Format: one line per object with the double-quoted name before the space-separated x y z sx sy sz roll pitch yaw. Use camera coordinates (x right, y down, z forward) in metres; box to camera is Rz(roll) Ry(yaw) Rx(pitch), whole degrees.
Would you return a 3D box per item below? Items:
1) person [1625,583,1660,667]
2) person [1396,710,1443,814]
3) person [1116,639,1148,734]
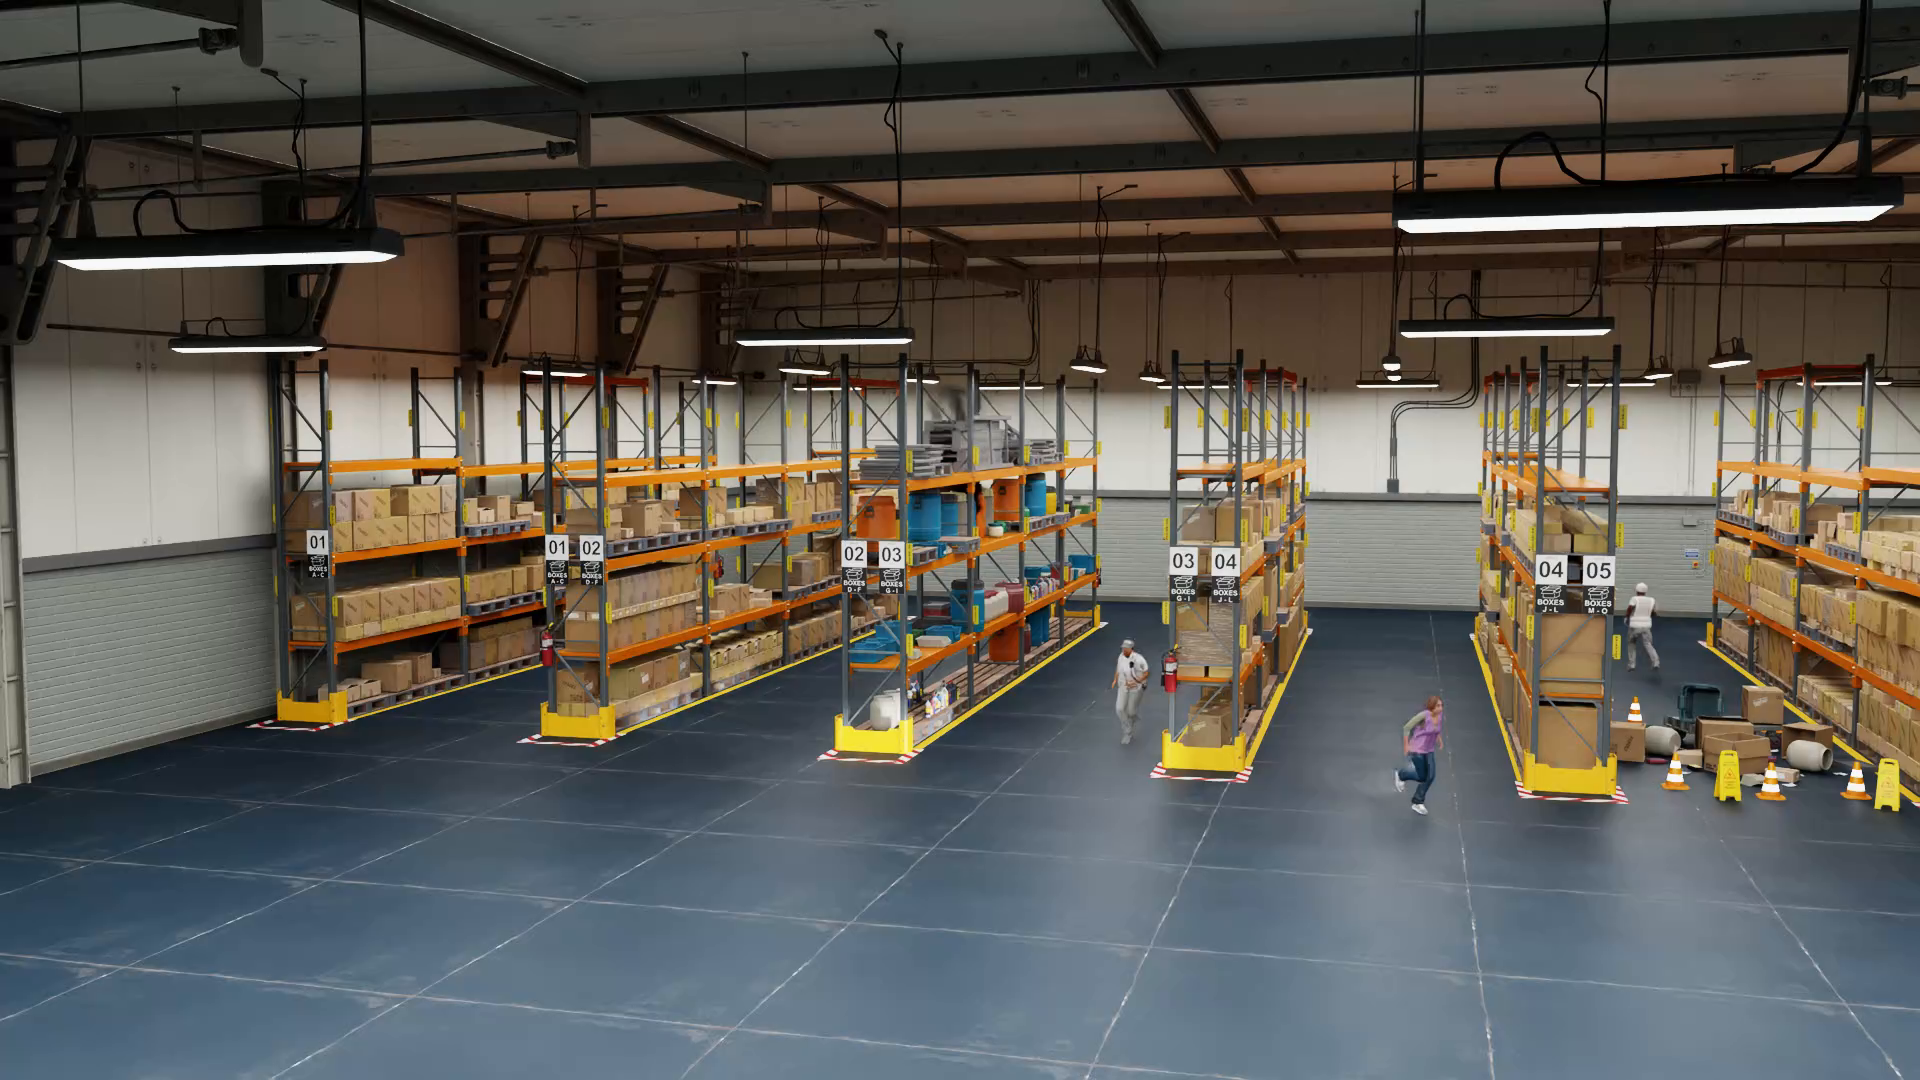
"person" 13.409 1.688 32.730 0.694 1.684 0.891 0 4 0
"person" 5.883 2.820 21.390 0.344 1.345 0.632 -3 5 -34
"person" 2.700 2.259 25.900 0.572 1.489 0.780 2 5 27
